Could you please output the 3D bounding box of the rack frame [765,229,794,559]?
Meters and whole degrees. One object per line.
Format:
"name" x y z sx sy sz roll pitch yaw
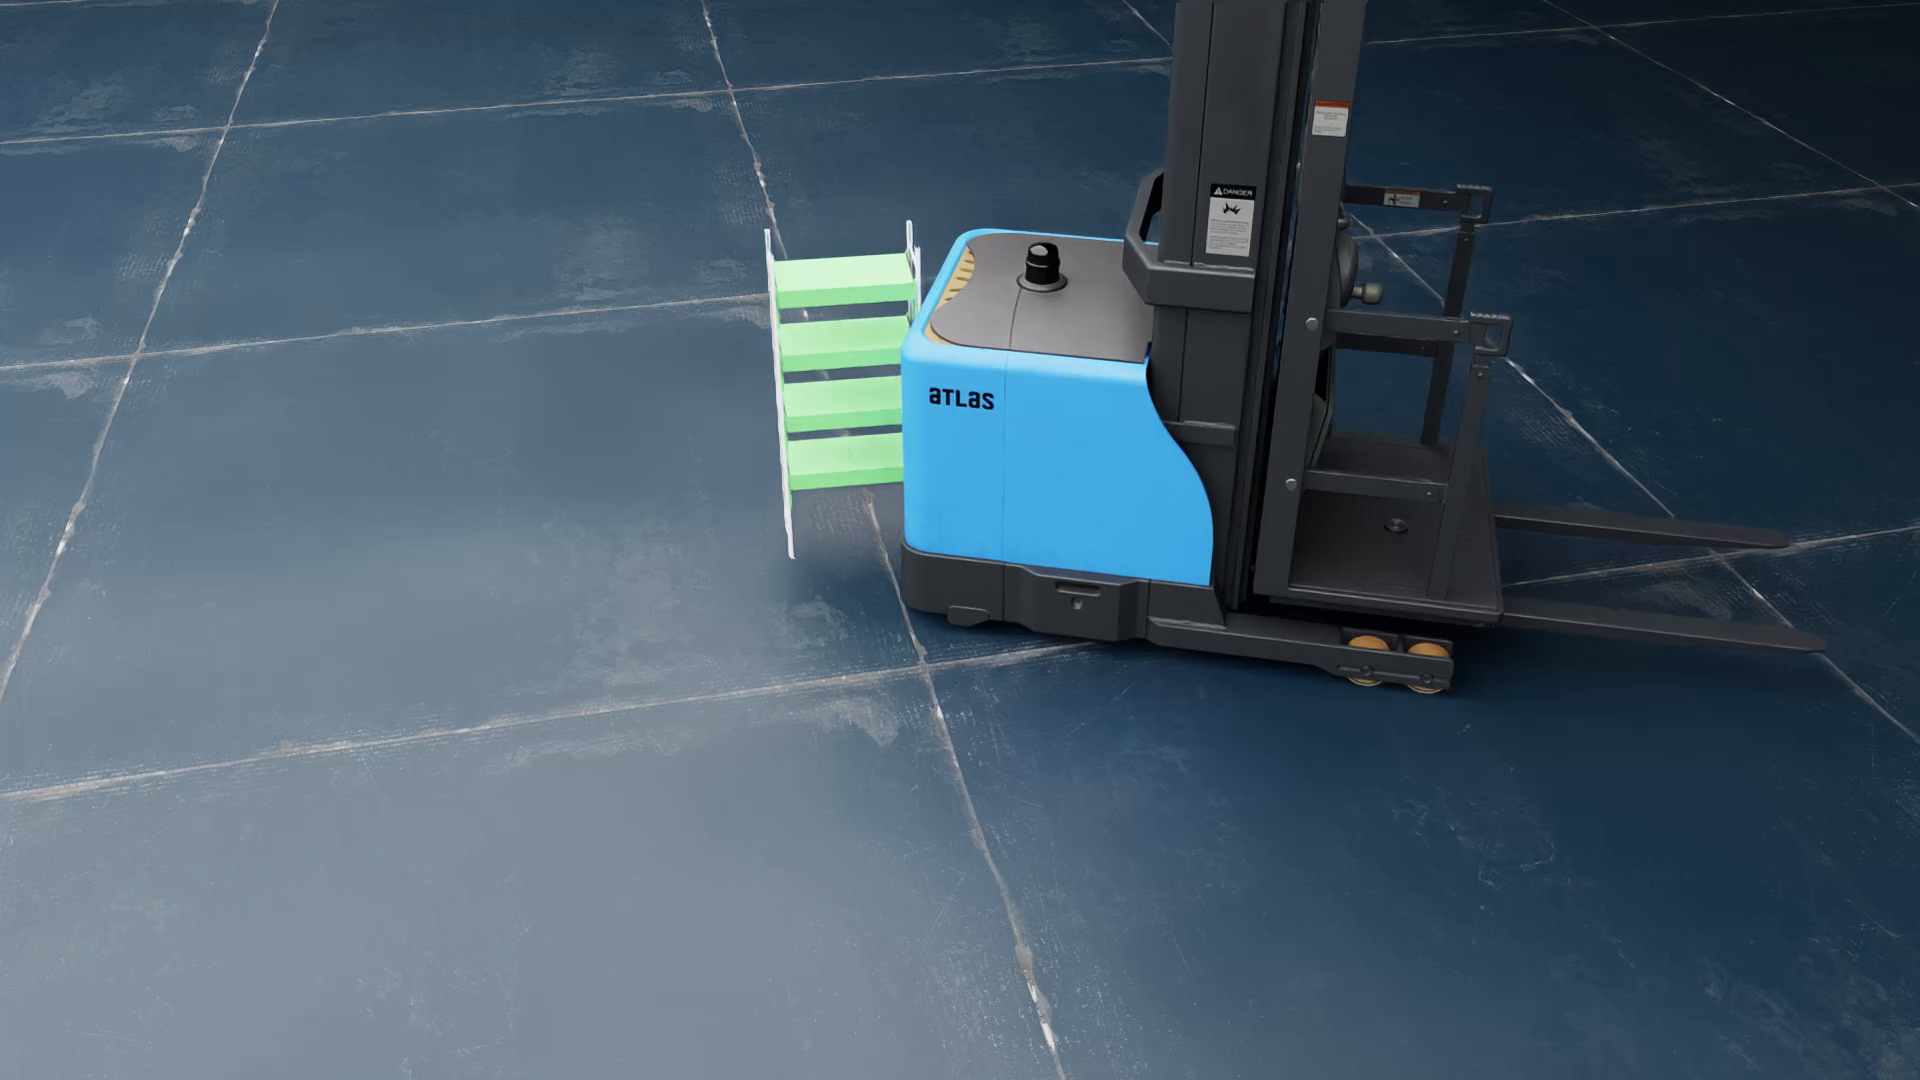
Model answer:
"rack frame" -0.641 -0.496 5.912 0.015 1.200 0.240 -5 34 -7

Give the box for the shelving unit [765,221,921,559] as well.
"shelving unit" -0.399 -0.517 5.943 0.503 1.200 0.258 -5 34 -7

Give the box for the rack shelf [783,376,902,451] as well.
"rack shelf" -0.399 -0.463 5.979 0.480 0.148 0.258 -5 34 -7

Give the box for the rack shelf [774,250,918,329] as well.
"rack shelf" -0.399 -0.862 5.711 0.480 0.148 0.258 -5 34 -7

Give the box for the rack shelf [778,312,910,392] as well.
"rack shelf" -0.399 -0.663 5.845 0.480 0.148 0.258 -5 34 -7

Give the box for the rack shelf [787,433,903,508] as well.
"rack shelf" -0.399 -0.264 6.112 0.480 0.148 0.258 -5 34 -7

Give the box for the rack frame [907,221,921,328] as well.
"rack frame" -0.158 -0.537 5.974 0.015 1.200 0.240 -5 34 -7

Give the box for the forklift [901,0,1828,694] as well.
"forklift" 1.367 -1.035 5.161 3.031 2.935 1.130 7 34 10
